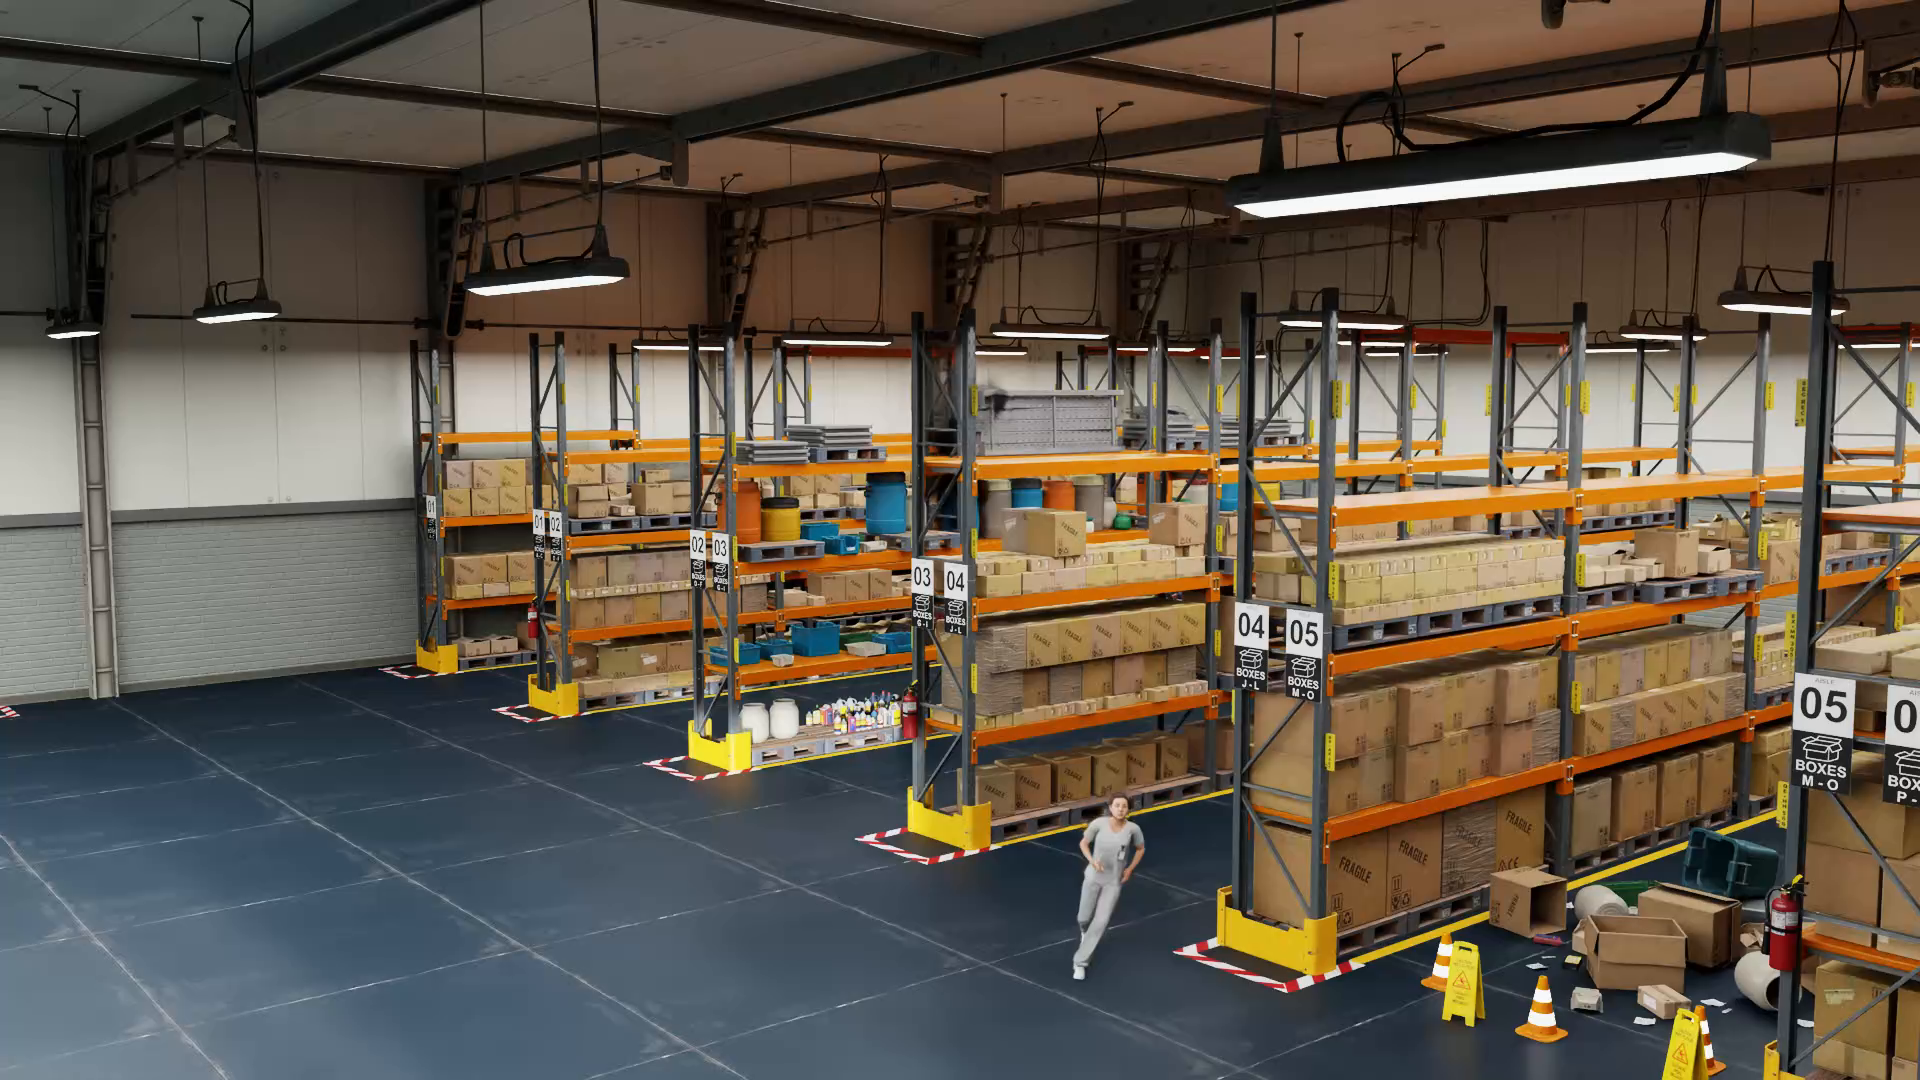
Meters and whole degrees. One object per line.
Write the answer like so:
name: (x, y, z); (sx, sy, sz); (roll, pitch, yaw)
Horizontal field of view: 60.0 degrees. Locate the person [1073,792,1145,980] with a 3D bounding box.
person: (1.330, 3.001, 14.749); (0.615, 1.612, 0.856); (1, 5, 9)
